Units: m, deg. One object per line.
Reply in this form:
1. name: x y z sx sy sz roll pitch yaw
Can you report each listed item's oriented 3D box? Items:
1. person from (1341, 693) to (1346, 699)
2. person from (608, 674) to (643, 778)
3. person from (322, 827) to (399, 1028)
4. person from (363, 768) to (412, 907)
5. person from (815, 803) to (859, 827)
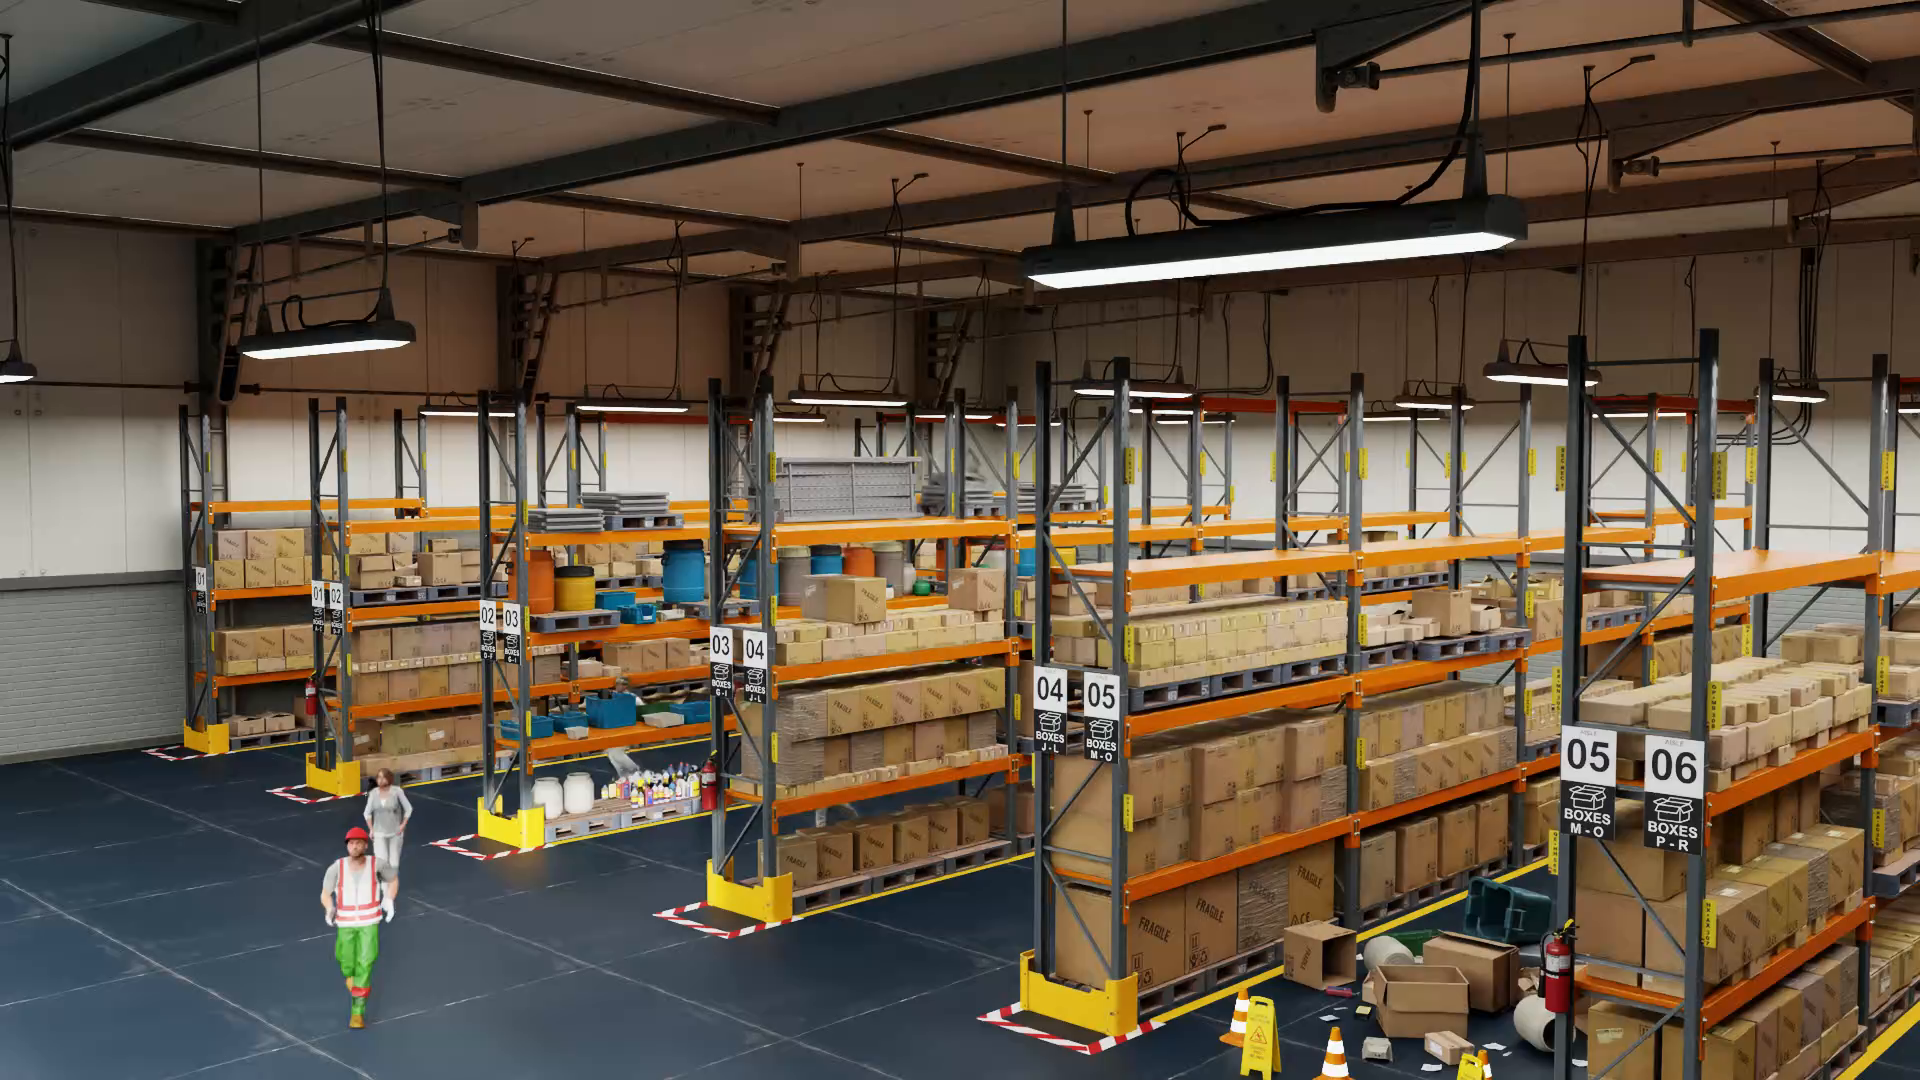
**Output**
1. person: 5.786 3.038 24.650 0.593 1.722 0.816 3 4 41
2. person: -5.269 2.937 25.630 0.652 1.737 0.585 2 4 37
3. person: -5.477 3.497 15.186 0.669 1.755 0.866 -1 3 -16
4. person: -6.572 3.386 19.109 0.536 1.570 0.515 0 3 -9
5. person: -1.723 3.098 22.152 0.687 1.769 0.869 2 4 40
